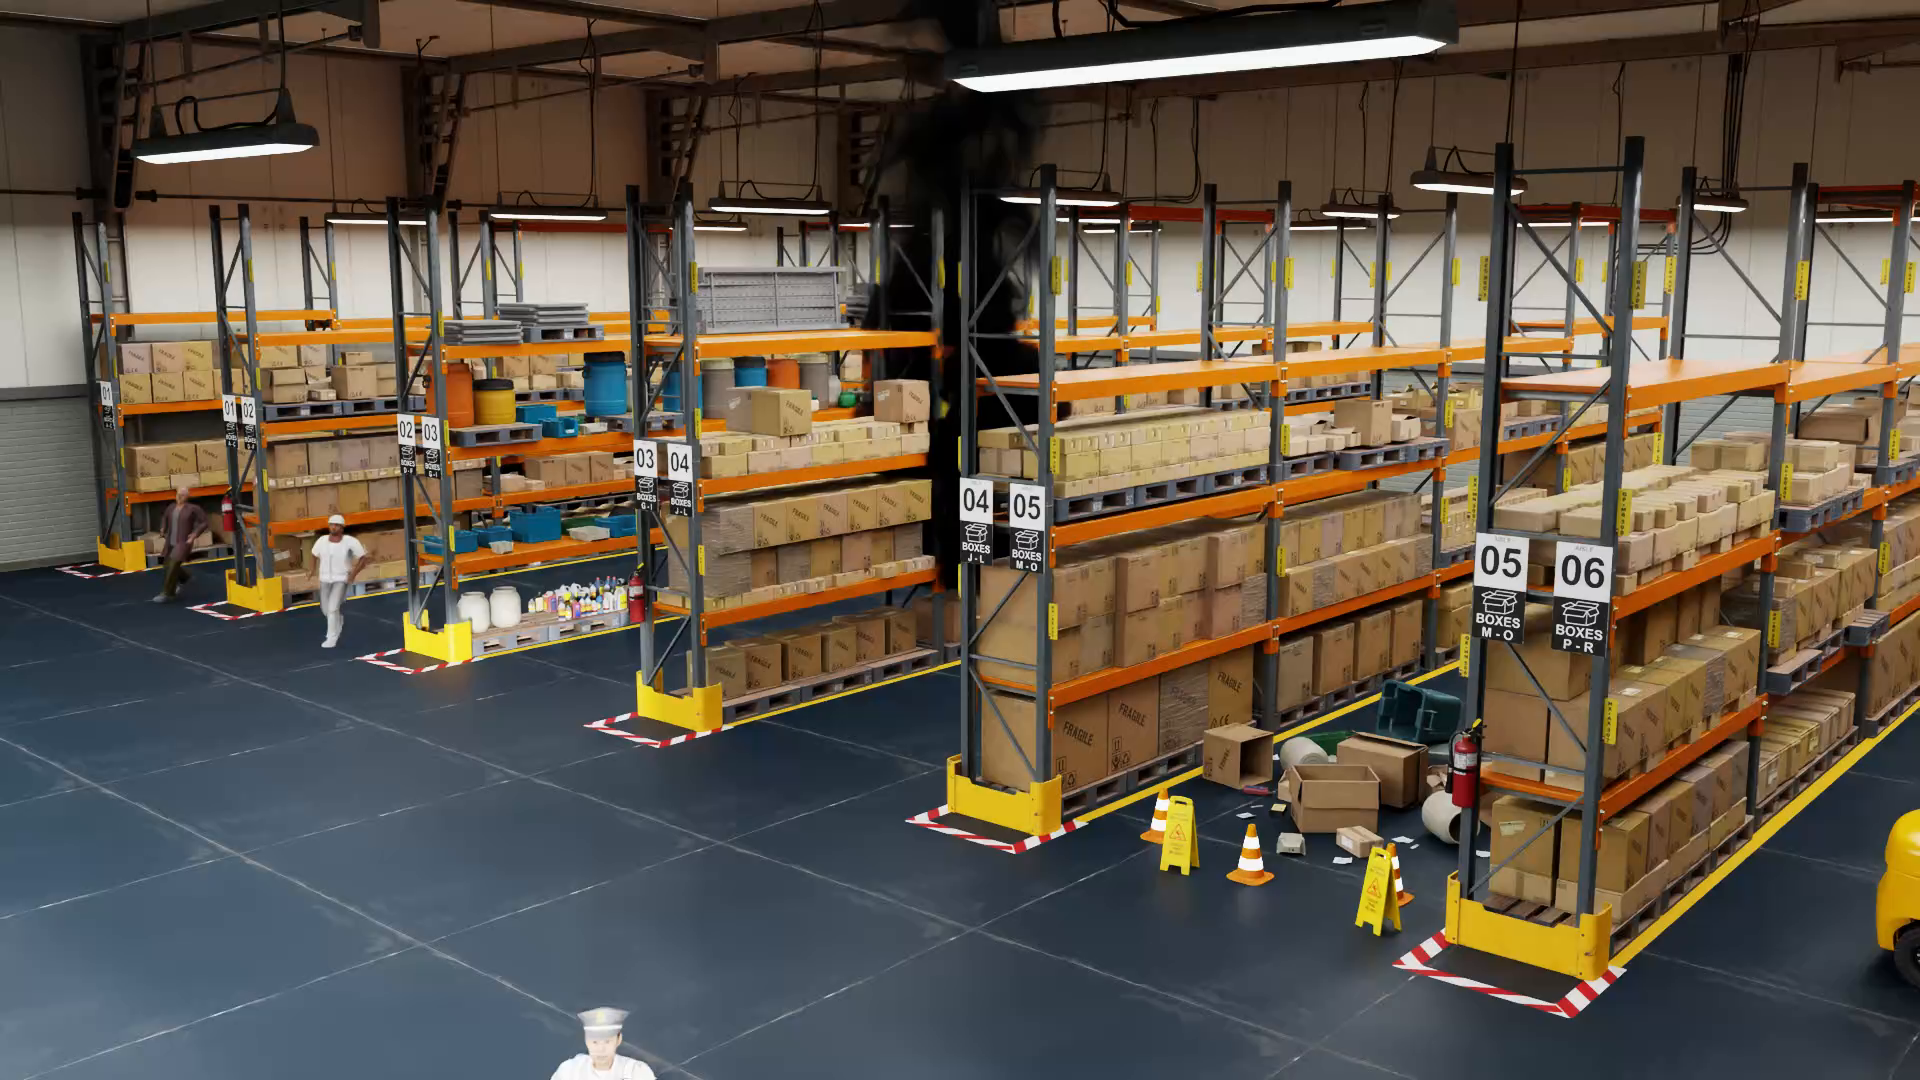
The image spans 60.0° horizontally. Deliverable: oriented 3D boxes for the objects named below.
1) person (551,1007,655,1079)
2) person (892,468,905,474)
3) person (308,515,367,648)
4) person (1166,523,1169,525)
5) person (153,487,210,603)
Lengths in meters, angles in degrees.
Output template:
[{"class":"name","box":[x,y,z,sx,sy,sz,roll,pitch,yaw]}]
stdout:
[{"class":"person","box":[-1.684,3.046,7.928,0.593,1.747,0.709,-1,10,-8]},{"class":"person","box":[-1.180,-1.067,32.906,0.545,1.591,0.832,7,12,35]},{"class":"person","box":[-8.242,0.525,21.990,0.749,1.733,0.777,0,9,1]},{"class":"person","box":[2.643,0.557,21.101,0.656,1.711,0.590,5,11,30]},{"class":"person","box":[-11.977,0.059,25.612,0.770,1.751,0.806,3,10,16]}]
